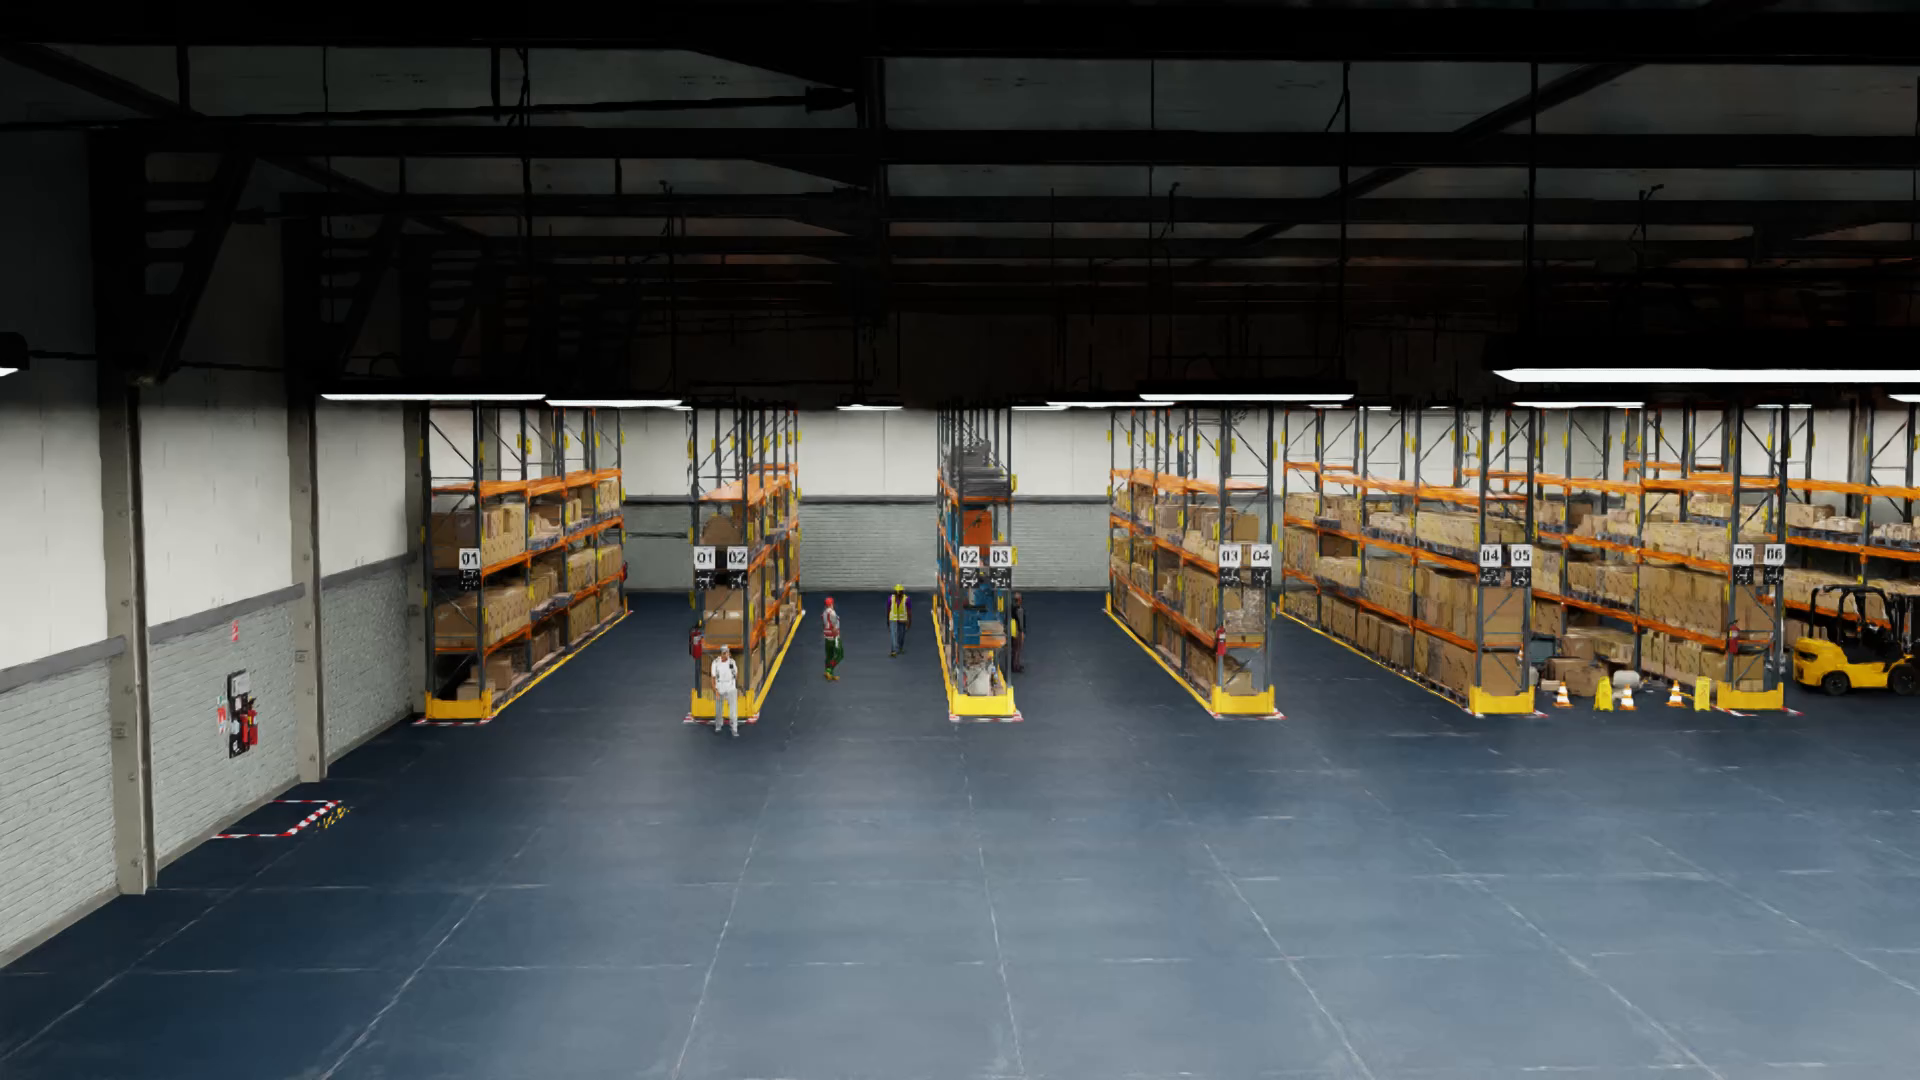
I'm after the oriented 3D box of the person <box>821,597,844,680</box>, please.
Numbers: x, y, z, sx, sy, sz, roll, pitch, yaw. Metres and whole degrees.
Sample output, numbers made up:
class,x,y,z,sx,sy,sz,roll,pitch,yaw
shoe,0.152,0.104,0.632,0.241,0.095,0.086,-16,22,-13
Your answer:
class,x,y,z,sx,sy,sz,roll,pitch,yaw
person,-2.746,2.098,35.371,0.440,1.787,0.592,-3,5,-32

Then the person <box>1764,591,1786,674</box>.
class,x,y,z,sx,sy,sz,roll,pitch,yaw
person,17.776,2.007,36.356,0.577,1.785,0.653,2,5,26

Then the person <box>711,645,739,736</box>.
class,x,y,z,sx,sy,sz,roll,pitch,yaw
person,-4.165,2.641,29.407,0.491,1.598,1.000,-1,4,-11

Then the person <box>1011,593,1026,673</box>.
class,x,y,z,sx,sy,sz,roll,pitch,yaw
person,1.291,2.022,36.565,0.462,1.731,0.598,-2,5,-25

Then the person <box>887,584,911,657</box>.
class,x,y,z,sx,sy,sz,roll,pitch,yaw
person,-1.425,1.859,38.969,0.575,1.689,1.128,0,4,-4
